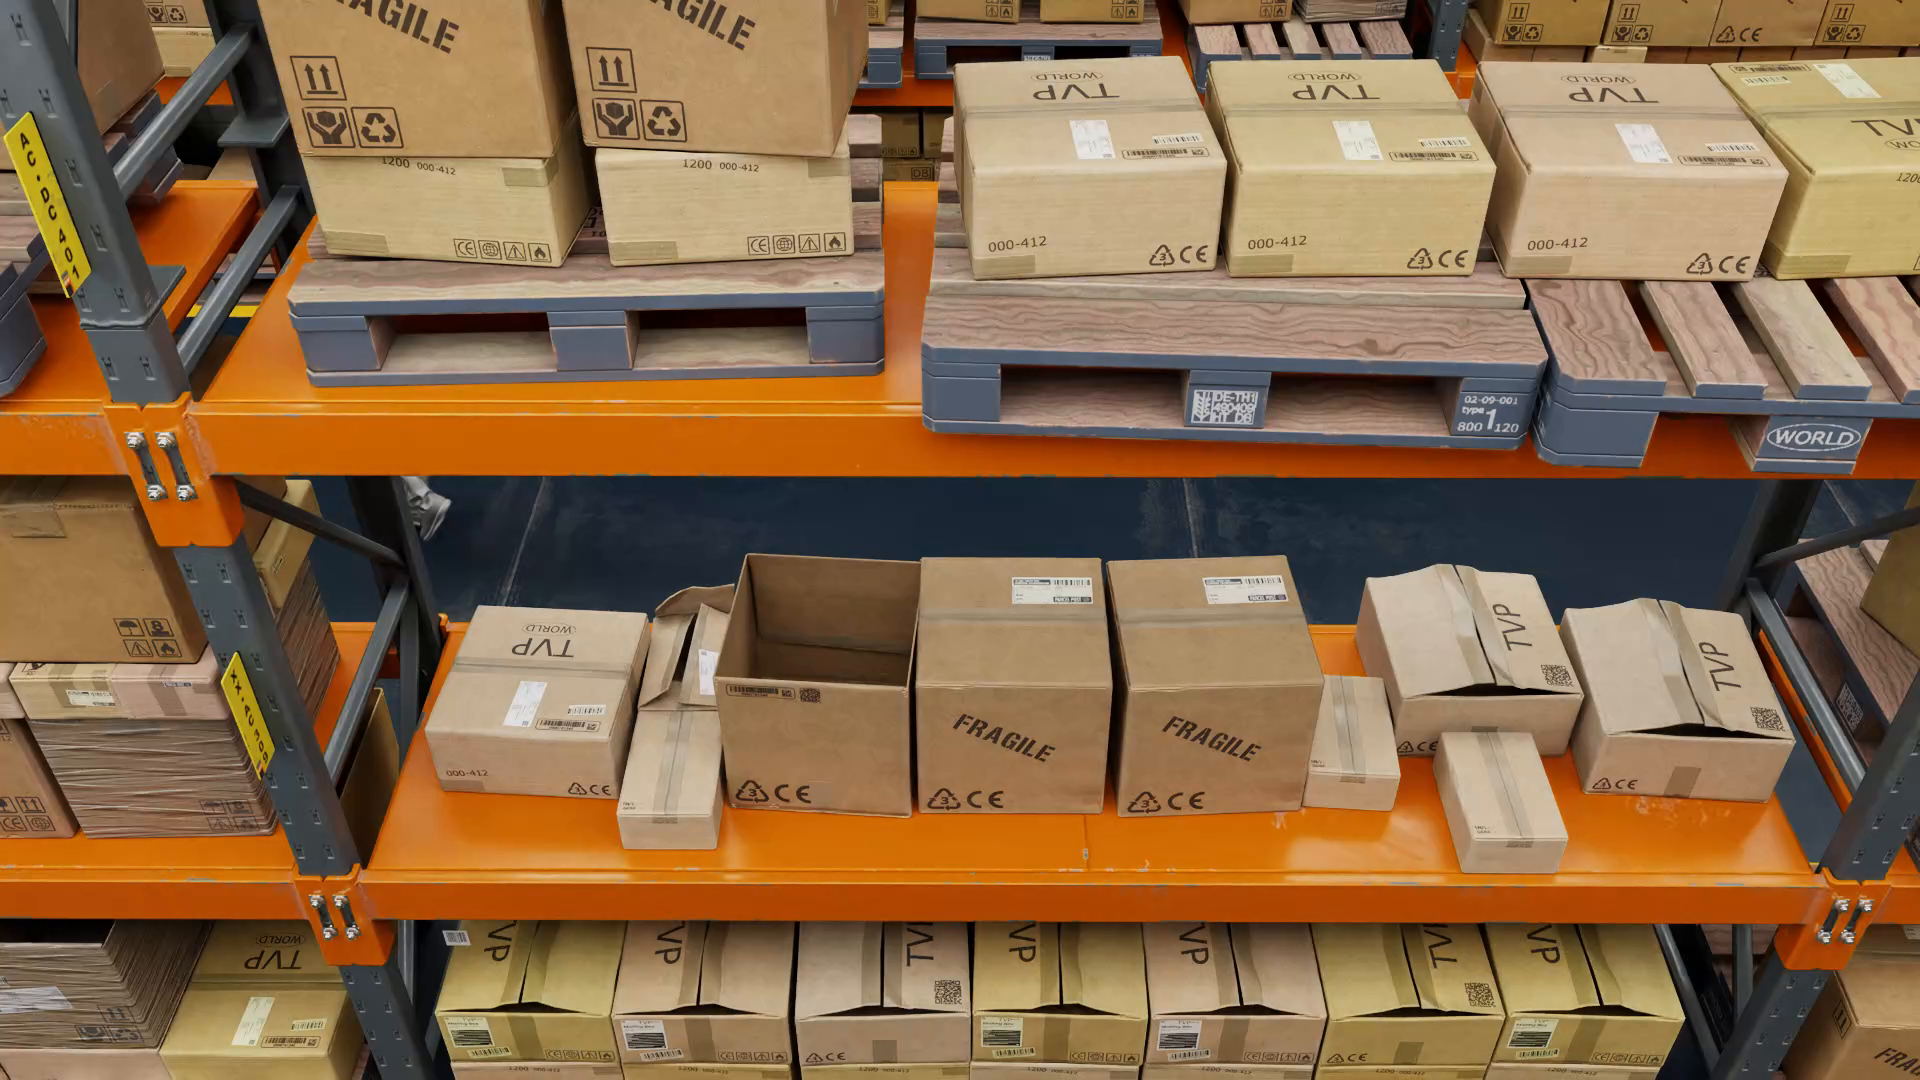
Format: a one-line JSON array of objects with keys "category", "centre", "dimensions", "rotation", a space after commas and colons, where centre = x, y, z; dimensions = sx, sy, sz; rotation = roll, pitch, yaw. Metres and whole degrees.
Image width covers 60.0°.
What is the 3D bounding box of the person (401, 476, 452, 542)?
[{"category": "person", "centre": [-2.408, -0.700, 6.939], "dimensions": [0.511, 1.679, 0.485], "rotation": [15, 42, 18]}]
